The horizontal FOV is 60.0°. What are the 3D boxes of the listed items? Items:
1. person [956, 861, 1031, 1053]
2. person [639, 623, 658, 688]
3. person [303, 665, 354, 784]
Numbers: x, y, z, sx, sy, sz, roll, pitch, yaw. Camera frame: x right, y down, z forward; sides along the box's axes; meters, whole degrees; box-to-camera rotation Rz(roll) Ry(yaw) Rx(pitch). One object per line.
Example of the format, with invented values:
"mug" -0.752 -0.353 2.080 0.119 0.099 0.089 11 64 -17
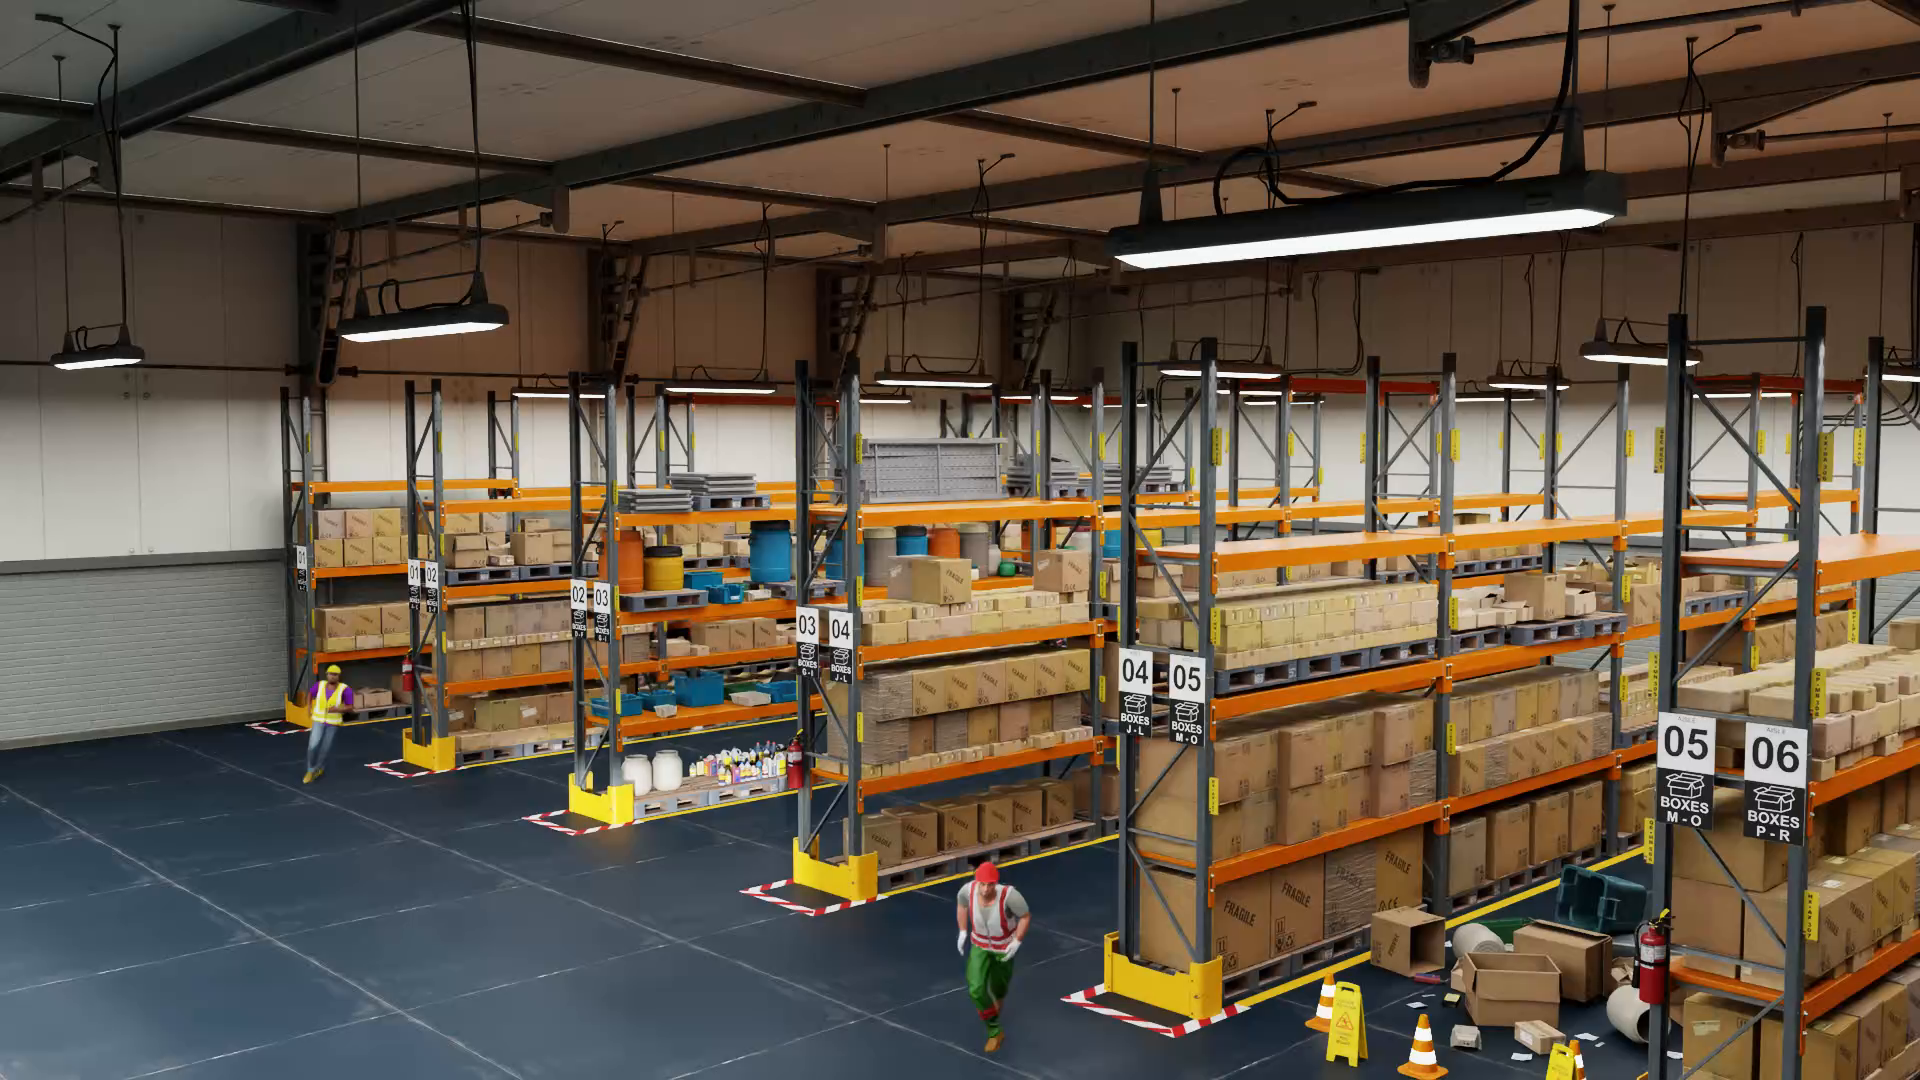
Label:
"person" 0.305 3.465 14.170 0.653 1.654 1.086 1 4 12
"person" -5.615 2.364 30.731 0.549 1.659 0.656 3 5 38
"person" -9.406 2.733 24.777 0.742 1.780 0.666 -1 4 -14
